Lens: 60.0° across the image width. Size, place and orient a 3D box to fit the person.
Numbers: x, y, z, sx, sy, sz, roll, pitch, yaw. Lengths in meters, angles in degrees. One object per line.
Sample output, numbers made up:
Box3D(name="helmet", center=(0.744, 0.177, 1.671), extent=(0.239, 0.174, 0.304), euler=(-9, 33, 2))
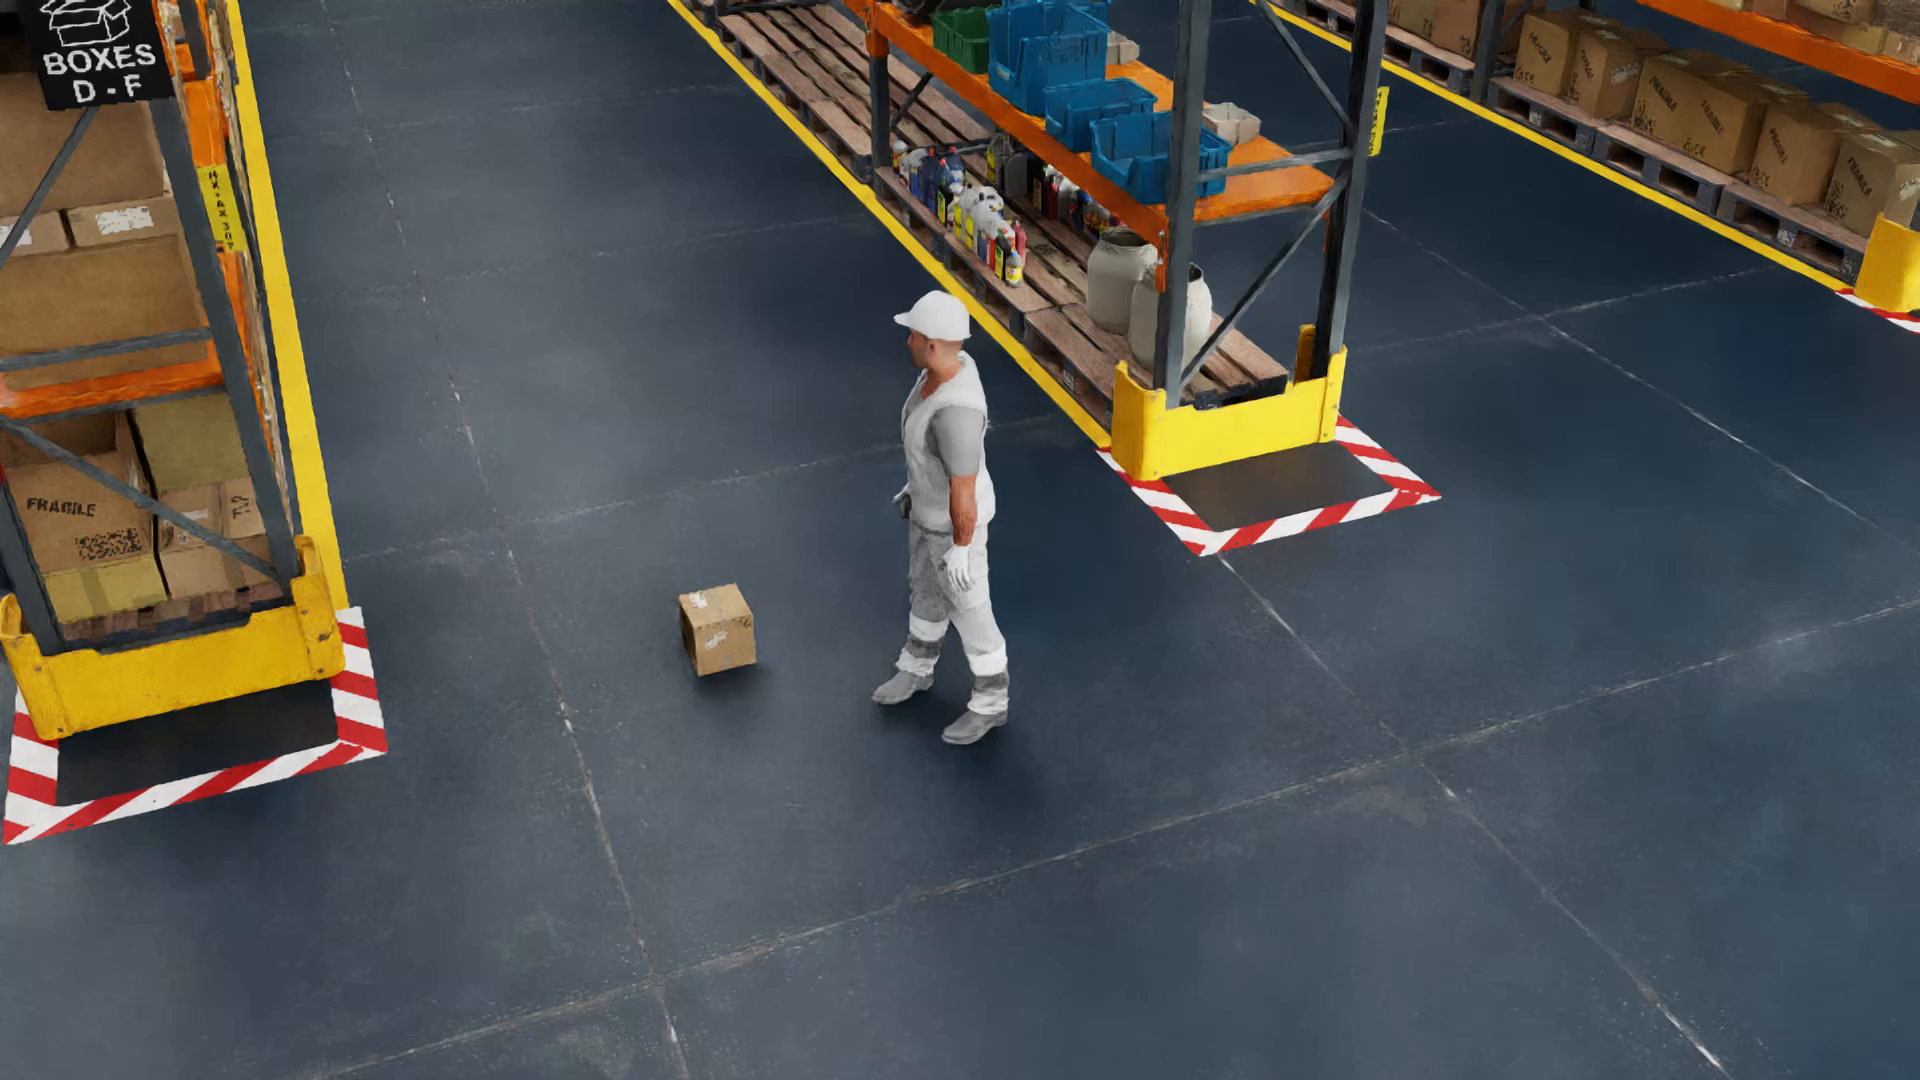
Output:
Box3D(name="person", center=(-0.088, -0.076, 6.198), extent=(0.526, 1.794, 0.578), euler=(-6, 34, -8))
